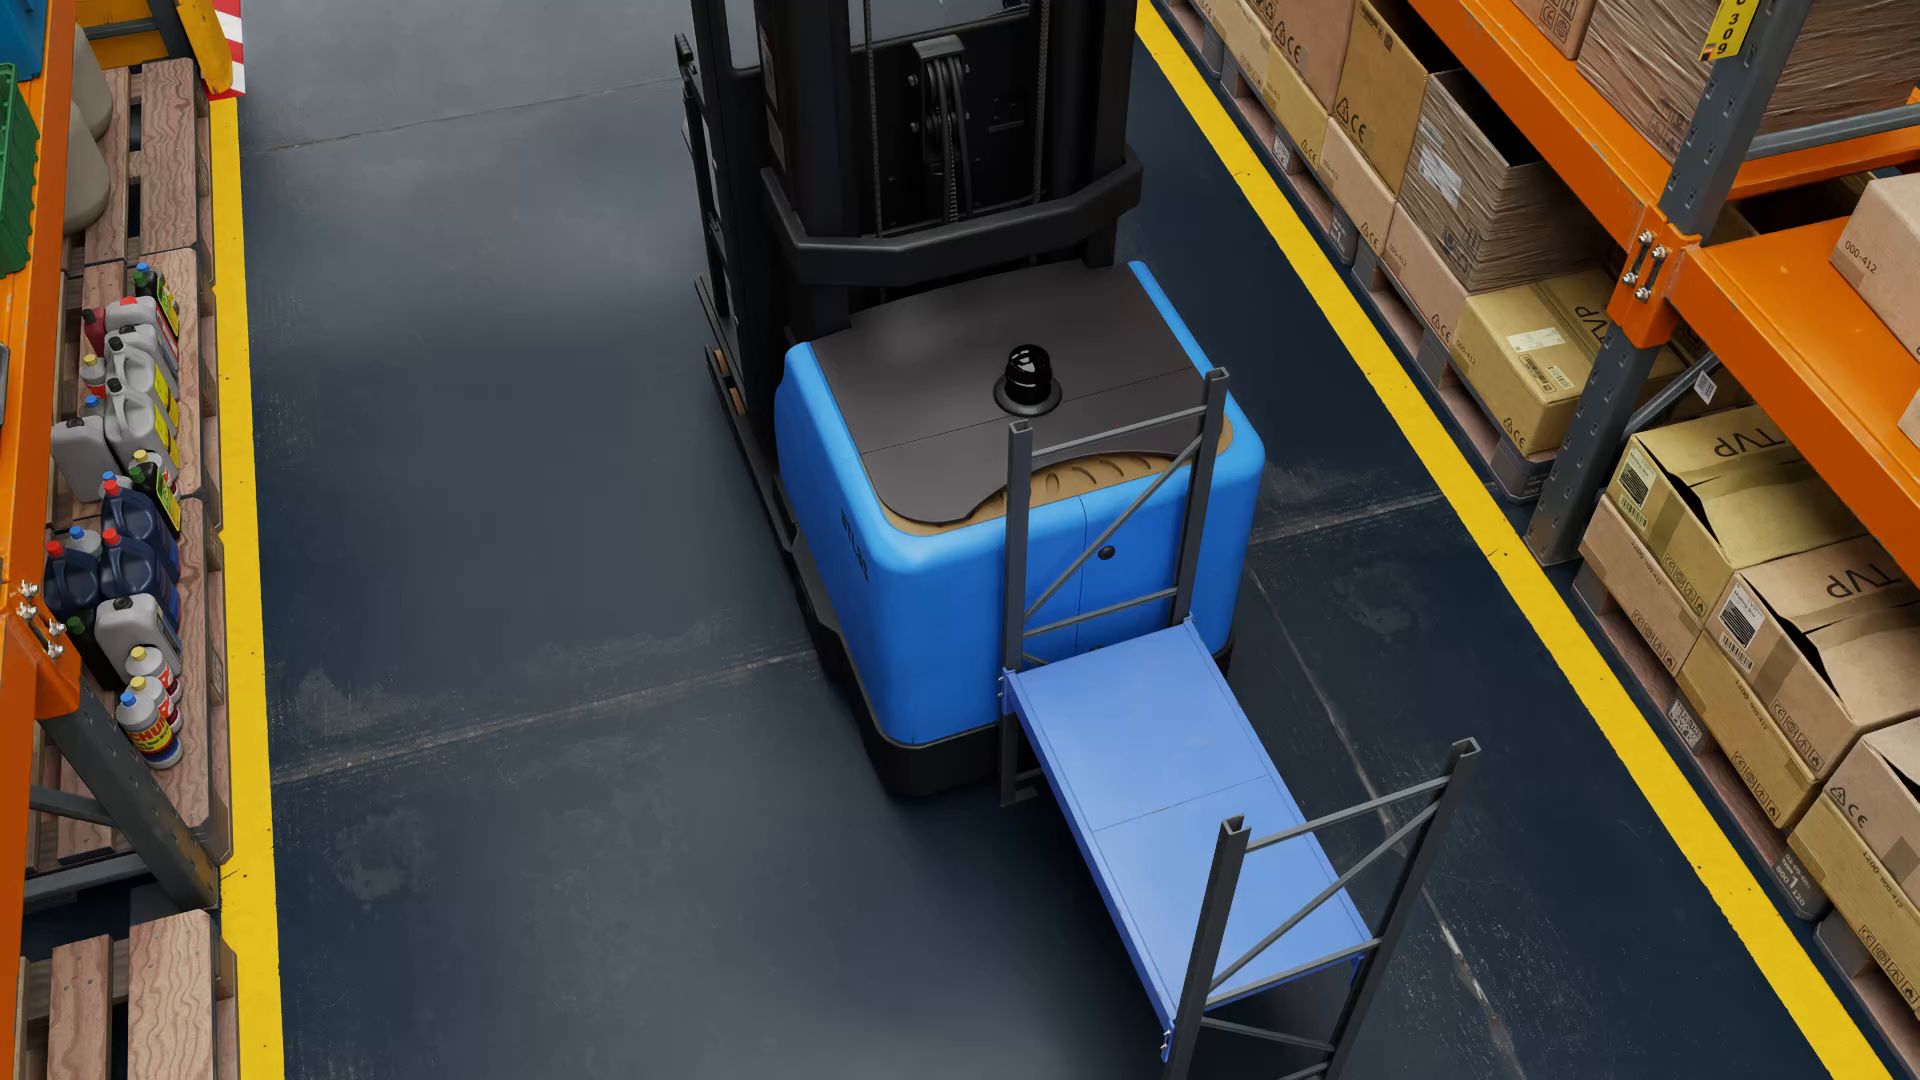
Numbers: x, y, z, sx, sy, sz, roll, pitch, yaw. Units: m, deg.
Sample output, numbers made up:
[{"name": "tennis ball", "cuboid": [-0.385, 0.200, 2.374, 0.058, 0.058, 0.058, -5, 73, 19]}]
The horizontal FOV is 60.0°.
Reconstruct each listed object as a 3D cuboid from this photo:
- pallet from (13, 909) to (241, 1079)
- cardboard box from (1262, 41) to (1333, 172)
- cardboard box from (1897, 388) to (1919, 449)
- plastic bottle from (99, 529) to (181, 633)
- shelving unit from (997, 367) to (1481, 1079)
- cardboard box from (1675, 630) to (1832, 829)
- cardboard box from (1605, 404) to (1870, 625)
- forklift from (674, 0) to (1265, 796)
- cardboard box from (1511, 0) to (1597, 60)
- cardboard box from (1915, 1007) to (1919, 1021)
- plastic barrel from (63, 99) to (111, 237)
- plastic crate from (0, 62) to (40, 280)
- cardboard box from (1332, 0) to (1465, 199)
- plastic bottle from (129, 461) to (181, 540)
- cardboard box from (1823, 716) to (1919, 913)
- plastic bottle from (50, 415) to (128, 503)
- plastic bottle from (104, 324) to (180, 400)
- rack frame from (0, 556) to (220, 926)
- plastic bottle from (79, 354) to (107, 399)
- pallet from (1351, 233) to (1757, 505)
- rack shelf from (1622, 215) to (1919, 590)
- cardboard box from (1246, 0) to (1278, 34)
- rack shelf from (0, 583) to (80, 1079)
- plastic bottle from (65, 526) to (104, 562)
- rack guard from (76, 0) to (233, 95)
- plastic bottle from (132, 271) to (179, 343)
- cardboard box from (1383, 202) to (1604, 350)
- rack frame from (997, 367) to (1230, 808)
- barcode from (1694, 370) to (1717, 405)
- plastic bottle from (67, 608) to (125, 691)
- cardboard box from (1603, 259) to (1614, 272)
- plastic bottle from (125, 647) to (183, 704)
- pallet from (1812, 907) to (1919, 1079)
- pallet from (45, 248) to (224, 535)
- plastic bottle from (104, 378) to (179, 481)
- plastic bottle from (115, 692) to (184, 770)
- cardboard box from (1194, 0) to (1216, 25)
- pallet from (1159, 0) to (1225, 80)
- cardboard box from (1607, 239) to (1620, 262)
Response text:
[{"name": "pallet", "cuboid": [-2.195, 1.547, 3.808, 1.003, 0.211, 1.213, -13, 51, -11]}, {"name": "cardboard box", "cuboid": [1.474, -1.666, 6.217, 0.500, 0.250, 0.500, -13, 51, -11]}, {"name": "cardboard box", "cuboid": [2.335, -0.259, 3.671, 0.380, 0.149, 0.250, -13, 51, -11]}, {"name": "plastic bottle", "cuboid": [-2.307, 0.112, 4.638, 0.144, 0.351, 0.185, -12, 51, -10]}, {"name": "shelving unit", "cuboid": [0.518, 0.549, 3.806, 0.538, 1.500, 1.048, -16, 52, -13]}, {"name": "cardboard box", "cuboid": [2.301, 0.442, 4.440, 0.500, 0.250, 0.500, -12, 51, -10]}, {"name": "cardboard box", "cuboid": [2.153, -0.105, 4.534, 0.500, 0.311, 0.500, -13, 51, -11]}, {"name": "forklift", "cuboid": [-0.216, -1.396, 4.510, 1.130, 2.935, 3.031, -16, 52, -13]}, {"name": "cardboard box", "cuboid": [1.969, -1.772, 4.717, 0.700, 0.500, 0.500, -14, 51, -11]}, {"name": "cardboard box", "cuboid": [2.606, 1.191, 3.808, 0.500, 0.250, 0.500, -12, 51, -10]}, {"name": "plastic barrel", "cuboid": [-3.231, -1.342, 5.772, 0.421, 0.512, 0.421, 0, 50, 0]}, {"name": "plastic crate", "cuboid": [-2.596, -0.903, 4.188, 0.450, 0.188, 0.662, -13, 51, -11]}, {"name": "cardboard box", "cuboid": [1.634, -1.546, 5.625, 0.500, 0.500, 0.500, -13, 51, -11]}, {"name": "plastic bottle", "cuboid": [-2.371, -0.134, 4.890, 0.061, 0.283, 0.133, -11, 51, -9]}, {"name": "cardboard box", "cuboid": [2.450, 0.639, 3.906, 0.500, 0.311, 0.500, -15, 51, -12]}, {"name": "plastic bottle", "cuboid": [-2.622, -0.260, 5.001, 0.152, 0.276, 0.135, -13, 51, -11]}, {"name": "plastic bottle", "cuboid": [-2.596, -0.568, 5.261, 0.152, 0.276, 0.135, -15, 51, -12]}, {"name": "rack frame", "cuboid": [-2.464, 0.084, 3.218, 1.000, 3.000, 0.127, -13, 51, -11]}, {"name": "plastic bottle", "cuboid": [-2.710, -0.502, 5.254, 0.097, 0.201, 0.097, 0, 50, 0]}, {"name": "pallet", "cuboid": [2.073, -0.725, 5.723, 1.003, 0.211, 1.213, -13, 51, -11]}, {"name": "rack shelf", "cuboid": [2.860, 0.659, 3.203, 1.077, 0.370, 4.000, -13, 51, -11]}, {"name": "cardboard box", "cuboid": [1.342, -2.277, 6.241, 0.500, 0.500, 0.500, -13, 51, -11]}, {"name": "rack shelf", "cuboid": [-1.873, 1.776, 2.261, 1.077, 0.370, 4.000, -13, 51, -11]}, {"name": "plastic bottle", "cuboid": [-2.465, 0.059, 4.735, 0.097, 0.271, 0.097, 0, 50, 0]}, {"name": "rack guard", "cuboid": [-3.580, -1.987, 6.598, 1.175, 0.500, 0.348, -13, 51, -11]}, {"name": "plastic bottle", "cuboid": [-2.633, -0.781, 5.435, 0.061, 0.283, 0.133, -12, 51, -10]}, {"name": "cardboard box", "cuboid": [1.784, -0.939, 5.604, 0.500, 0.250, 0.500, -13, 51, -11]}, {"name": "rack frame", "cuboid": [0.342, 0.184, 4.114, 0.500, 1.500, 0.032, -16, 52, -13]}, {"name": "barcode", "cuboid": [1.946, -0.399, 4.343, 0.001, 0.075, 0.075, -13, 51, -11]}, {"name": "plastic bottle", "cuboid": [-2.363, 0.280, 4.541, 0.061, 0.283, 0.133, -13, 51, -11]}, {"name": "cardboard box", "cuboid": [2.278, -1.056, 5.702, 0.500, 0.250, 0.500, -13, 51, -11]}, {"name": "plastic bottle", "cuboid": [-2.200, 0.363, 4.524, 0.097, 0.201, 0.097, 0, 50, 0]}, {"name": "pallet", "cuboid": [2.888, 1.287, 4.027, 1.003, 0.211, 1.213, -13, 51, -11]}, {"name": "pallet", "cuboid": [-2.988, -0.410, 5.458, 1.003, 0.211, 1.213, -13, 51, -11]}, {"name": "plastic bottle", "cuboid": [-2.488, -0.336, 5.016, 0.144, 0.351, 0.185, -14, 51, -11]}, {"name": "plastic bottle", "cuboid": [-2.140, 0.489, 4.372, 0.097, 0.271, 0.097, 0, 50, 0]}, {"name": "cardboard box", "cuboid": [1.183, -2.398, 6.833, 0.500, 0.250, 0.500, -13, 51, -11]}, {"name": "pallet", "cuboid": [1.352, -2.507, 7.226, 1.003, 0.211, 1.213, -13, 51, -11]}, {"name": "cardboard box", "cuboid": [2.275, -1.297, 5.415, 0.500, 0.500, 0.500, -13, 51, -11]}]
